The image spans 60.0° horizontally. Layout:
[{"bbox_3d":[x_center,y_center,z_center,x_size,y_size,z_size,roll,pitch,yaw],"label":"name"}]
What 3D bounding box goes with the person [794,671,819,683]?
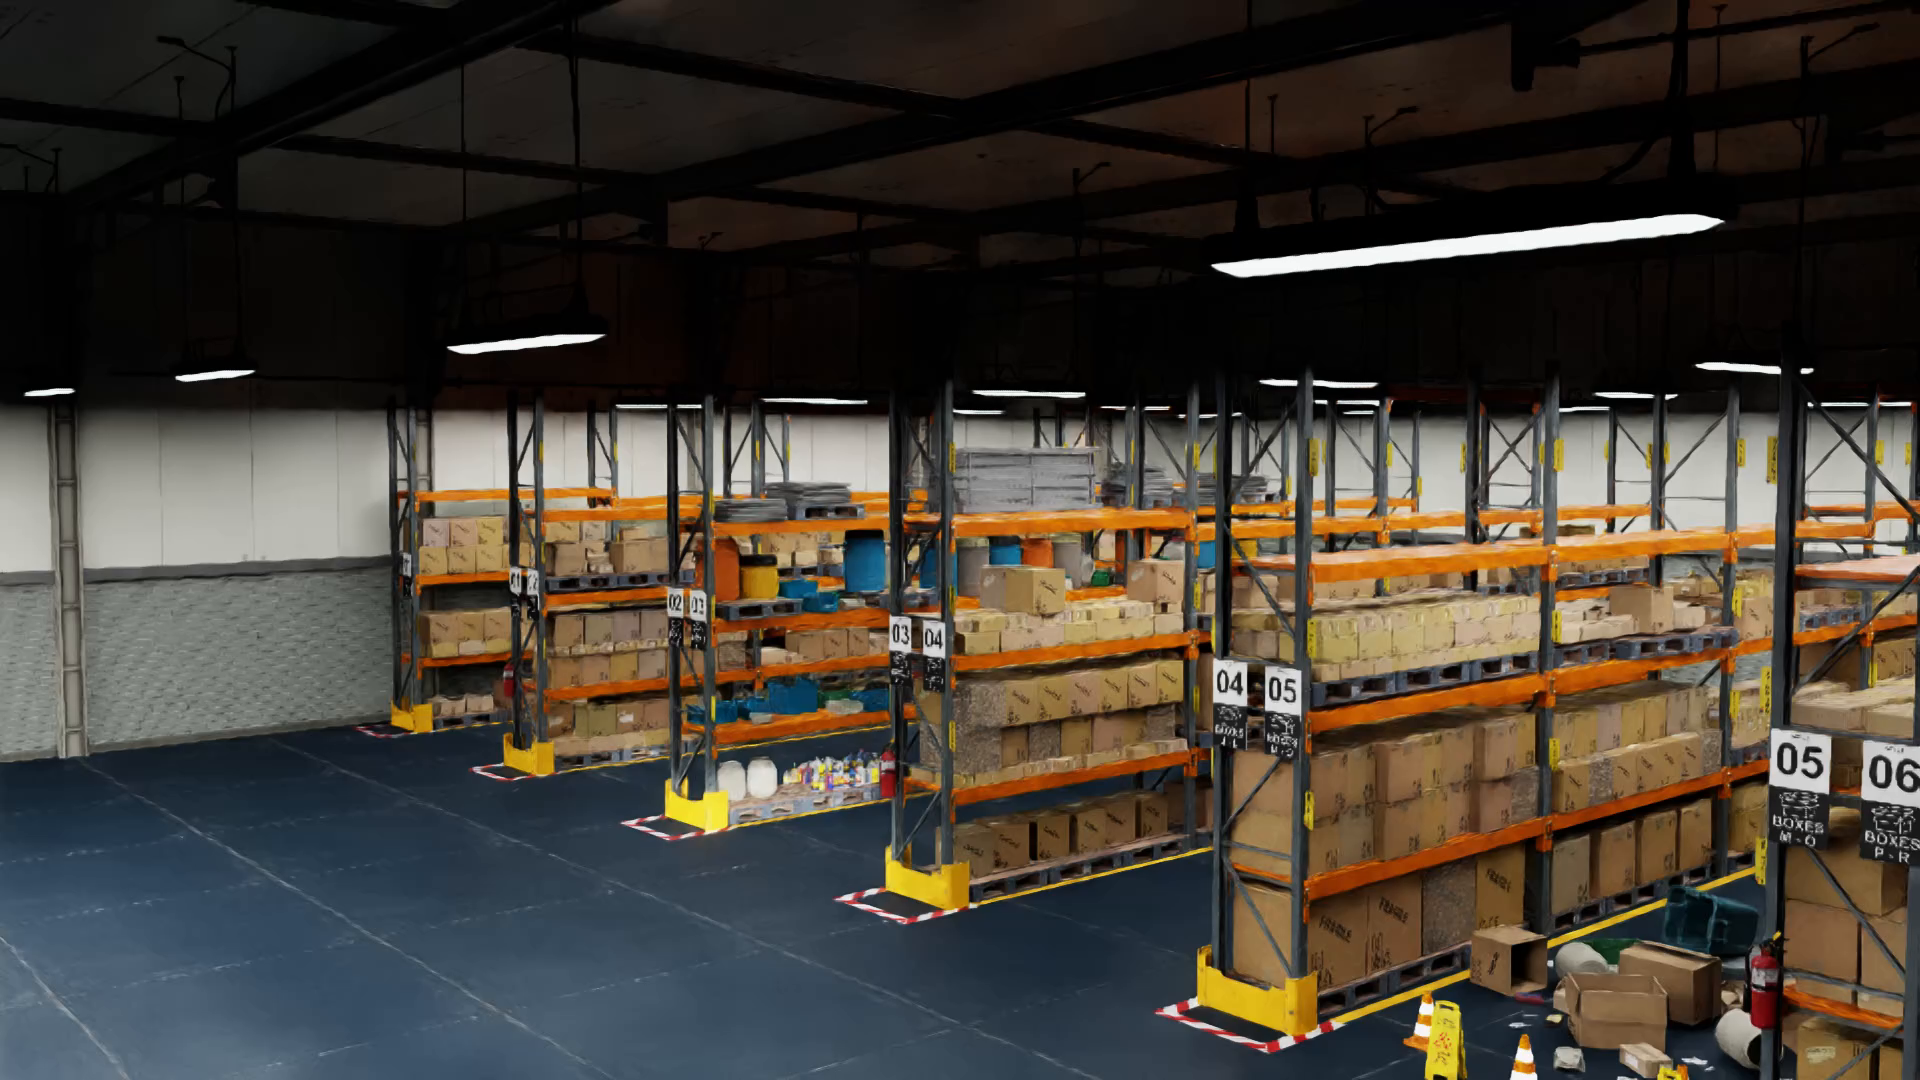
[{"bbox_3d":[-2.942,2.496,31.696,1.073,1.588,0.489,-3,4,-41],"label":"person"}]
